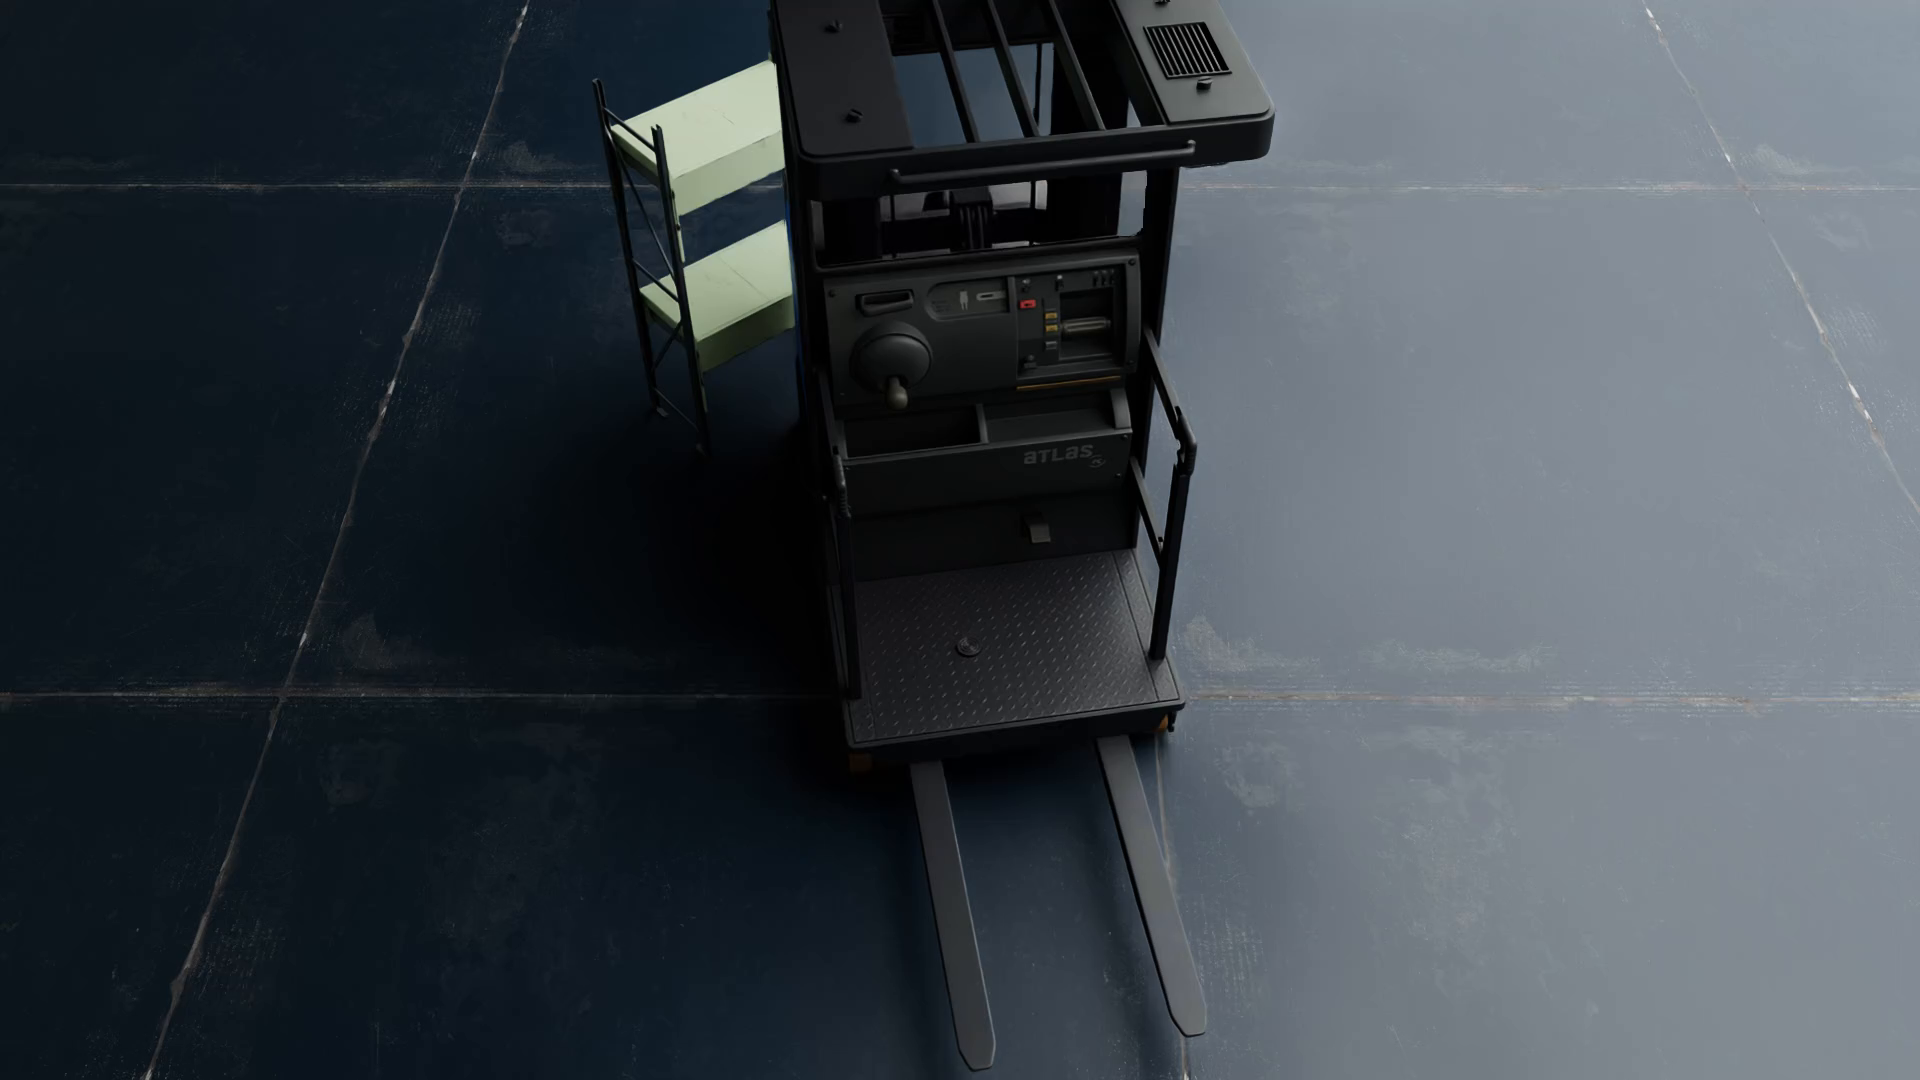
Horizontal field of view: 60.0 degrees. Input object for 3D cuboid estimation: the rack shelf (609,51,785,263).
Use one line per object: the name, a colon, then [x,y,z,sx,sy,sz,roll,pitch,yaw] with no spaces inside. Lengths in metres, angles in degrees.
rack shelf: [-0.836,-1.386,5.982,0.720,0.370,0.431,-32,55,-26]

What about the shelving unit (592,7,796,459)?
shelving unit: [-0.836,-1.120,6.268,0.755,1.500,0.431,-32,55,-26]

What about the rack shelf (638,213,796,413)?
rack shelf: [-0.836,-0.898,6.506,0.720,0.370,0.431,-32,55,-26]

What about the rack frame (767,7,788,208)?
rack frame: [-0.557,-1.293,6.429,0.023,1.500,0.400,-32,55,-26]

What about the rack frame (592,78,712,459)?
rack frame: [-1.115,-0.946,6.106,0.023,1.500,0.400,-32,55,-26]

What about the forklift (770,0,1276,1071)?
forklift: [0.110,-0.516,4.728,1.130,2.935,3.031,-7,47,-6]
